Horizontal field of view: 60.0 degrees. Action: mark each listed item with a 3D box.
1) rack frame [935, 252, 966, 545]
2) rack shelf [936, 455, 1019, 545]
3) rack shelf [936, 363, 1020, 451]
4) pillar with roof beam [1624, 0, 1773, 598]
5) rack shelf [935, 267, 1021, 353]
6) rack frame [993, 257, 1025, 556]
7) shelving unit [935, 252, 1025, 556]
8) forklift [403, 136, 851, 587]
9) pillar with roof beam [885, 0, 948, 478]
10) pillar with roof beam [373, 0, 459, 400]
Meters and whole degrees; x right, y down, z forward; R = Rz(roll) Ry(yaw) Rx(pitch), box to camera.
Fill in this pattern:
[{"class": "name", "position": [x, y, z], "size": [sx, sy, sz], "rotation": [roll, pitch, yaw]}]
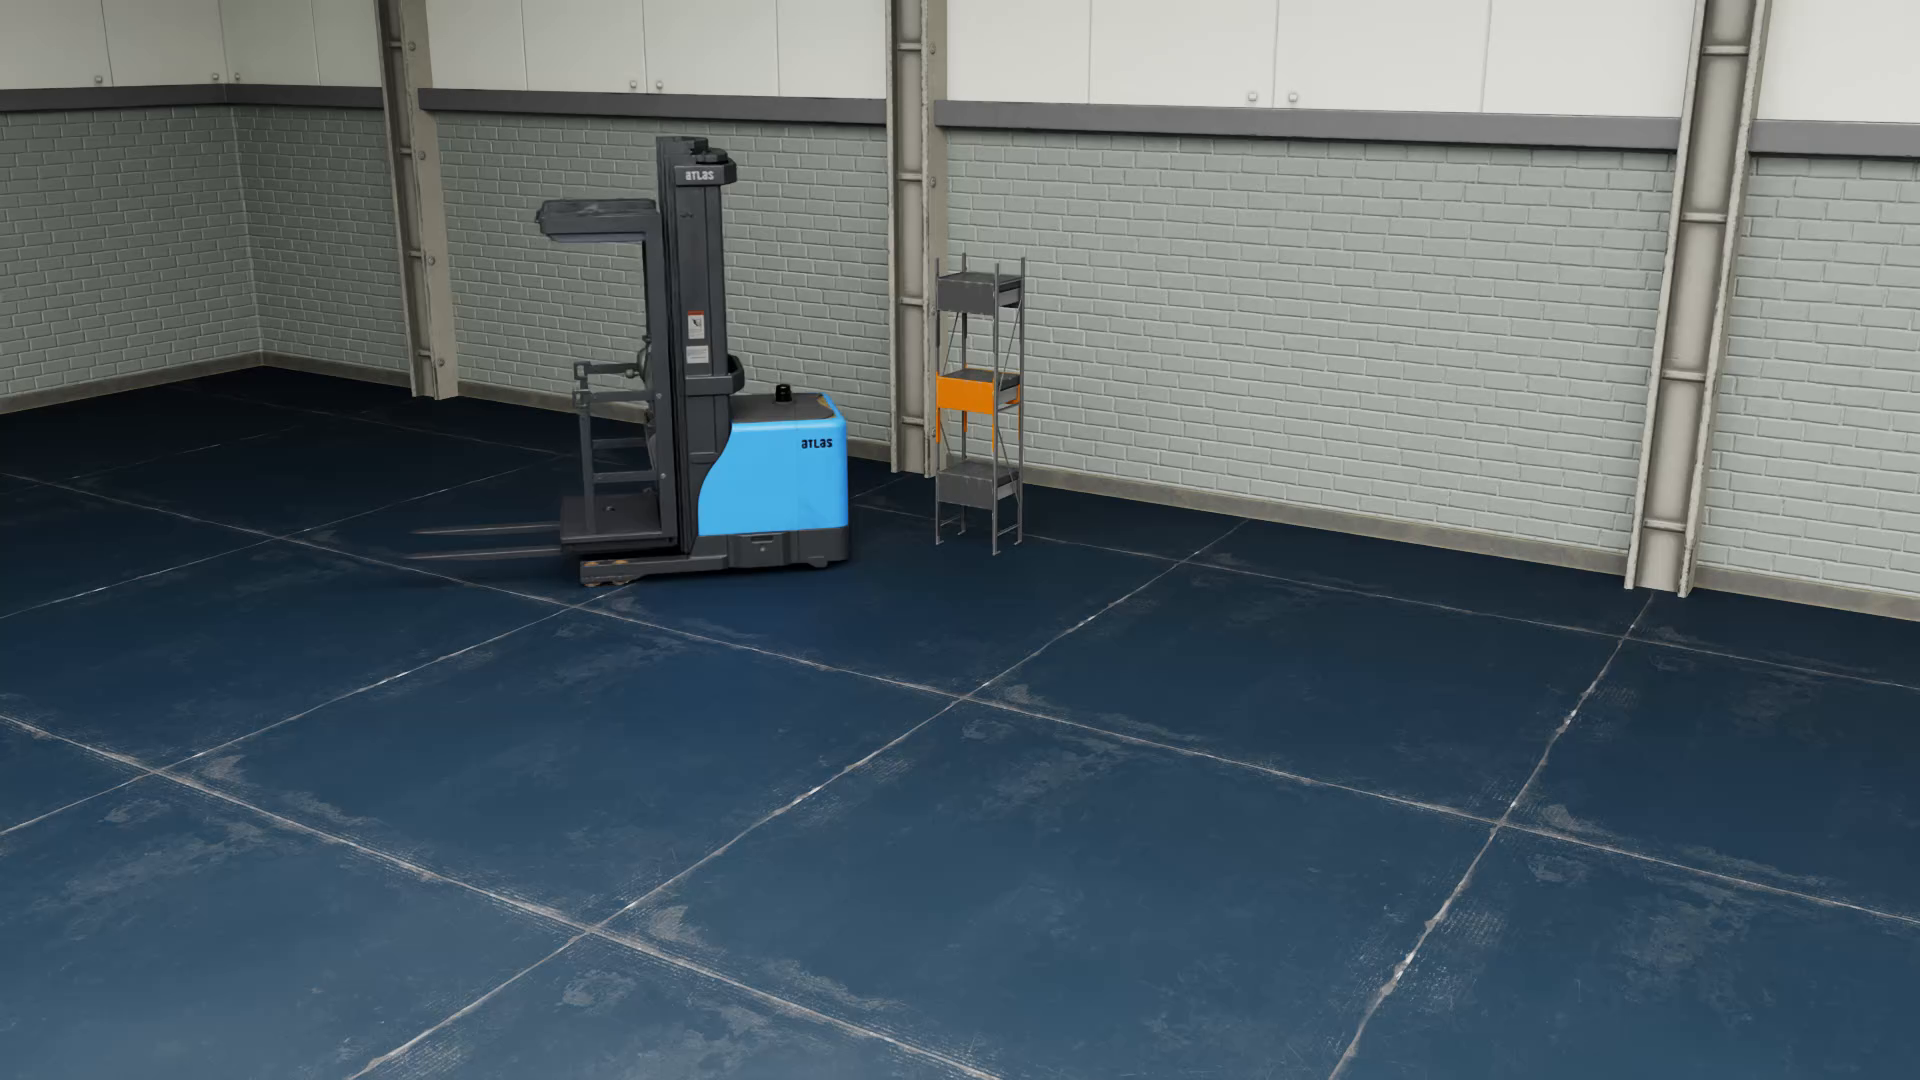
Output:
[{"class": "rack frame", "position": [-0.067, -1.017, 12.115], "size": [0.015, 2.100, 0.400], "rotation": [10, 20, 30]}, {"class": "rack shelf", "position": [0.141, -0.297, 12.201], "size": [0.480, 0.518, 0.431], "rotation": [10, 20, 30]}, {"class": "rack shelf", "position": [0.141, -0.966, 11.997], "size": [0.480, 0.518, 0.431], "rotation": [10, 20, 30]}, {"class": "pillar with roof beam", "position": [2.510, -2.922, 6.518], "size": [0.400, 9.000, 9.100], "rotation": [10, 20, 30]}, {"class": "rack shelf", "position": [0.141, -1.636, 11.794], "size": [0.480, 0.518, 0.431], "rotation": [10, 20, 30]}, {"class": "rack frame", "position": [0.349, -0.942, 11.871], "size": [0.015, 2.100, 0.400], "rotation": [10, 20, 30]}, {"class": "shelving unit", "position": [0.141, -0.979, 11.993], "size": [0.503, 2.100, 0.431], "rotation": [10, 20, 30]}, {"class": "forklift", "position": [-2.341, -1.252, 11.461], "size": [3.031, 2.935, 1.130], "rotation": [-4, 17, -12]}, {"class": "pillar with roof beam", "position": [-2.602, -3.835, 9.522], "size": [0.400, 9.000, 9.100], "rotation": [10, 20, 30]}, {"class": "pillar with roof beam", "position": [-7.715, -4.747, 12.527], "size": [0.400, 9.000, 9.100], "rotation": [10, 20, 30]}]
